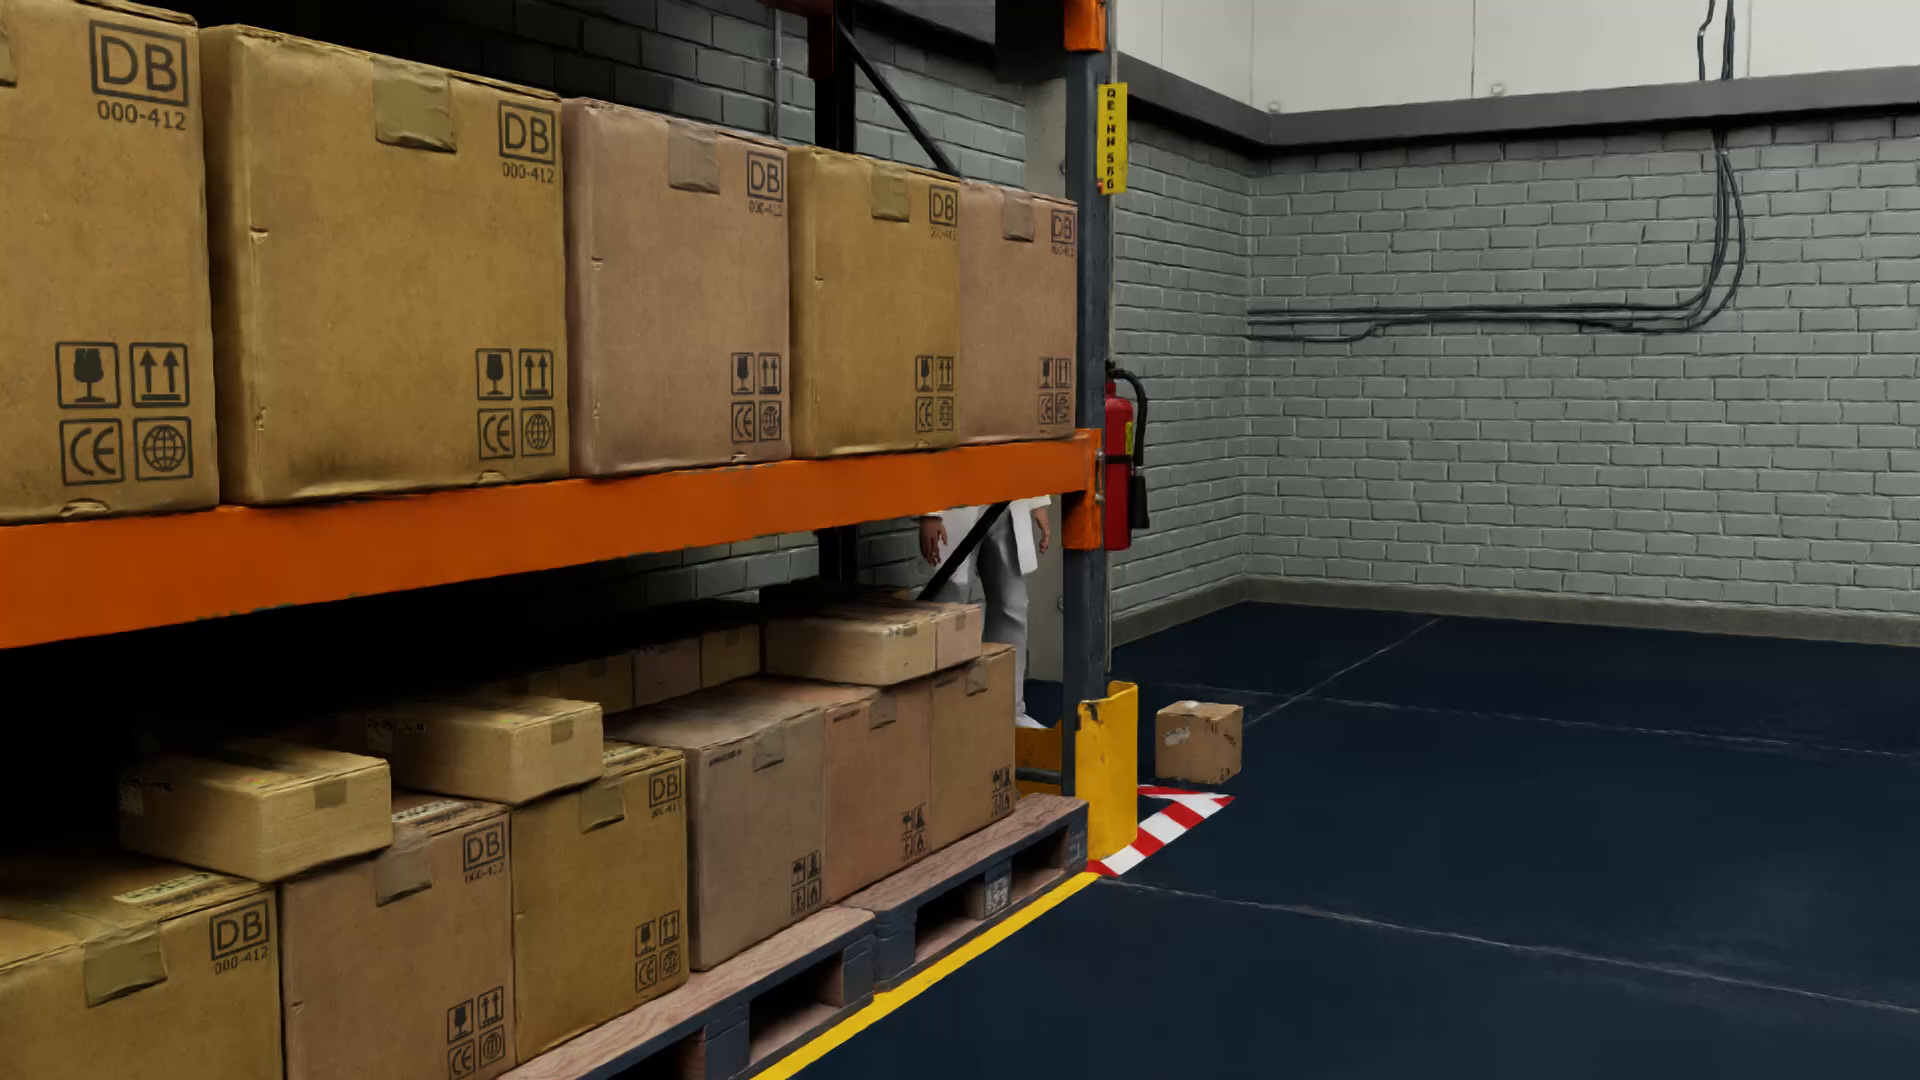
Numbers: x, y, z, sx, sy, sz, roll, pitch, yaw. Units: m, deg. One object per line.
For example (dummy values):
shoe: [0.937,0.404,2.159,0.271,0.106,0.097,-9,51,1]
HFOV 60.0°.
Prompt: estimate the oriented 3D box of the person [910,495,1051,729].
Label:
person: [0.091,-0.082,6.590,0.644,1.786,0.415,-3,7,-28]
